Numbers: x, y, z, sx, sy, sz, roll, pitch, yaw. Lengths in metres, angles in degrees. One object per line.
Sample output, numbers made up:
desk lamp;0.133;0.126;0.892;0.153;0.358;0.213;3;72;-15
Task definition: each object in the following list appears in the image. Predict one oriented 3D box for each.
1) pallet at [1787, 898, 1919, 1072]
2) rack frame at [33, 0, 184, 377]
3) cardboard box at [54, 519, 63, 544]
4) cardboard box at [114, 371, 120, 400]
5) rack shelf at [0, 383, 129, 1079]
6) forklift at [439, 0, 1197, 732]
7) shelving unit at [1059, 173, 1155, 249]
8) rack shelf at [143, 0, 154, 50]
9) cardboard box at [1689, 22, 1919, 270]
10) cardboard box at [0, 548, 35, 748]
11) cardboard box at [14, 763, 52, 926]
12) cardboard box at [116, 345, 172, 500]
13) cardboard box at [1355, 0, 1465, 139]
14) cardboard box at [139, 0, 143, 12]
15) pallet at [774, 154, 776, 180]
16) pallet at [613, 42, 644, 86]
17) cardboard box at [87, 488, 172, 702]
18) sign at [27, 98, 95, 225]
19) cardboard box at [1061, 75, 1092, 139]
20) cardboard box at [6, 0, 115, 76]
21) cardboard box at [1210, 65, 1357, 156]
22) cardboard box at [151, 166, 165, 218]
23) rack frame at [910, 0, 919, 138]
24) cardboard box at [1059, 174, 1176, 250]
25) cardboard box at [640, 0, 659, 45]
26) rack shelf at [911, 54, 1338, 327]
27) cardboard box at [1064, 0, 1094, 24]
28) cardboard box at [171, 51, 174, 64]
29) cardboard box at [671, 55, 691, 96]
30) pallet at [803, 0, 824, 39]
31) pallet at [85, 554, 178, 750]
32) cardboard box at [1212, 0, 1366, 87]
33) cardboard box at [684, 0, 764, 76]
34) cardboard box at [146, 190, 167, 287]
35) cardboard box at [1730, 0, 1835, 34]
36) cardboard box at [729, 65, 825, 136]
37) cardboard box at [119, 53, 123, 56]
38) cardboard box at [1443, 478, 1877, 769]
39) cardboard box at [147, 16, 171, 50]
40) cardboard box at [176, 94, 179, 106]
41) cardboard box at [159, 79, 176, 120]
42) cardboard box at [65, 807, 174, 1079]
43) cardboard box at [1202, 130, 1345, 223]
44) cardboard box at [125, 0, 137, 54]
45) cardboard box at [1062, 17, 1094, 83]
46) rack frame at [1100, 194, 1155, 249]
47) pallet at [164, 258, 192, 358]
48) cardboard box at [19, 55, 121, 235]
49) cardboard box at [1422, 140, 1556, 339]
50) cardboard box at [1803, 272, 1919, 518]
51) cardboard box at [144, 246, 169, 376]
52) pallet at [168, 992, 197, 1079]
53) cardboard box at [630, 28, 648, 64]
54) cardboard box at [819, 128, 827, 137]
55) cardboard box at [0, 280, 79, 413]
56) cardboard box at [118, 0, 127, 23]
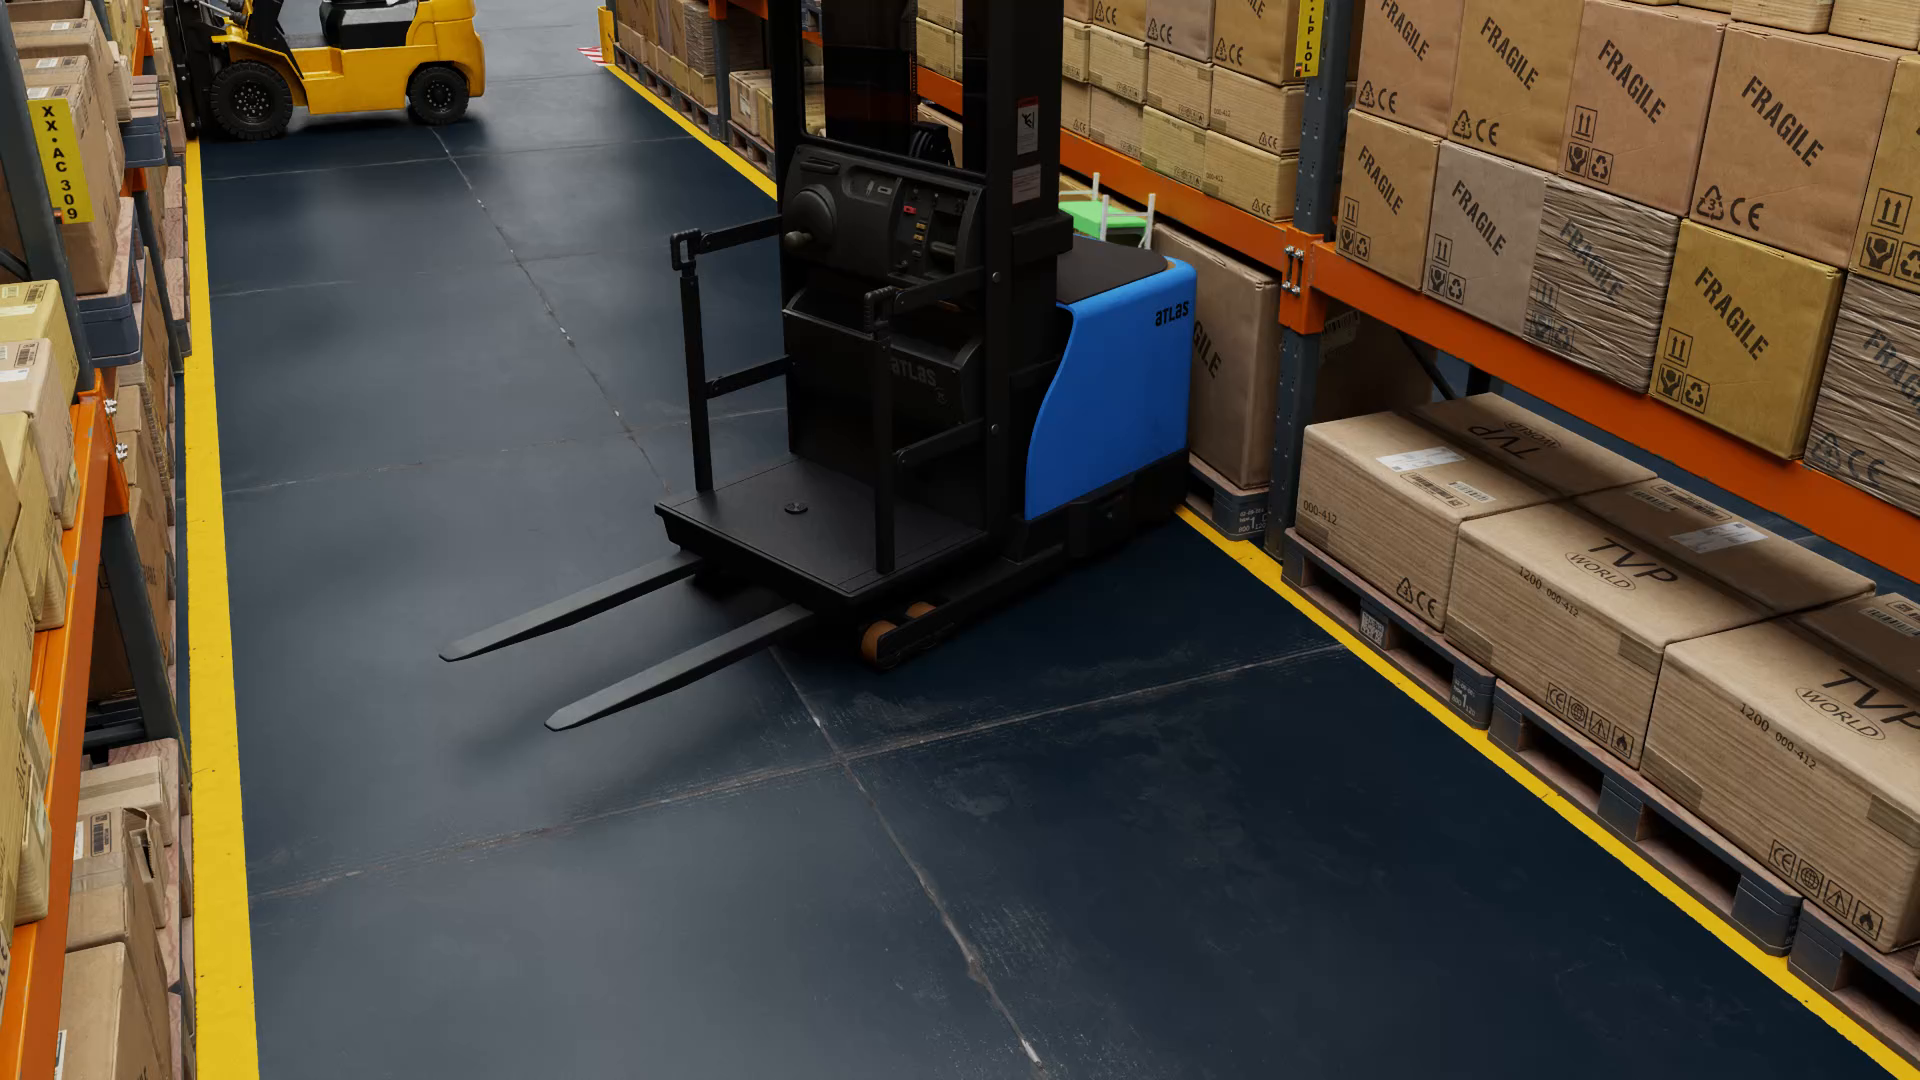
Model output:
pallet;2.878;1.193;4.066;1.003;0.211;1.213;-11;28;-21
rack frame;-4.435;-2.126;7.685;1.000;3.000;0.127;-11;28;-21
cardboard box;-2.188;0.000;3.618;0.380;0.149;0.250;-10;28;-19
cardboard box;-3.334;-0.575;6.139;0.380;0.149;0.250;-10;28;-19
rack shelf;-2.086;0.620;2.882;1.077;0.370;4.000;-11;28;-21
forklift;-0.431;-1.119;5.701;1.130;2.935;3.031;23;34;38
shelving unit;0.569;-0.964;7.313;0.258;1.200;0.503;-7;24;-23
rack shelf;-6.785;-4.225;12.804;1.077;0.370;4.000;-11;28;-21
cardboard box;2.238;-1.008;4.142;0.500;0.500;0.500;-11;28;-21
cardboard box;-1.851;0.198;2.758;0.500;0.250;0.500;-11;28;-22
cardboard box;-1.638;0.508;2.576;0.380;0.149;0.250;-11;28;-22
cardboard box;-3.458;-0.436;6.595;0.500;0.500;0.500;-12;28;-22
cardboard box;1.660;-1.626;5.407;0.500;0.500;0.500;-10;28;-20
cardboard box;-5.564;-3.515;10.701;0.500;0.250;0.500;-10;28;-19
pallet;-0.648;-2.535;11.701;1.003;0.211;1.213;-11;28;-21
pallet;-2.687;-4.592;15.914;1.003;0.211;1.213;-11;28;-21
cardboard box;-2.851;0.190;5.313;0.500;0.500;0.500;-9;28;-18
sign;-2.373;-0.996;4.385;0.100;0.325;0.005;-11;28;-21
cardboard box;0.704;-2.056;7.714;0.500;0.250;0.500;-11;28;-21
cardboard box;-3.626;-1.734;6.286;0.797;0.503;0.637;-11;28;-22
cardboard box;1.300;-1.659;6.330;0.500;0.250;0.500;-11;28;-21
cardboard box;-5.490;-2.339;10.349;0.875;0.625;0.625;-11;28;-21
rack frame;0.130;-2.980;9.435;1.000;3.000;0.127;-11;28;-21
cardboard box;1.019;-1.199;7.730;0.875;0.875;0.875;-10;28;-19
cardboard box;-2.534;-4.703;14.764;0.500;0.500;0.500;-10;28;-20
rack shelf;0.914;-1.849;7.939;1.077;0.370;4.000;-11;28;-21
cardboard box;0.684;-2.619;7.441;0.500;0.500;0.500;-10;28;-20
cardboard box;-6.490;-3.779;13.156;0.500;0.250;0.500;-11;28;-21
cardboard box;-2.133;-3.954;14.084;0.500;0.250;0.500;-11;28;-22
pallet;-0.247;-3.163;10.029;1.213;0.211;1.003;-11;28;-21
pallet;-3.222;0.420;5.649;1.003;0.211;1.213;-11;28;-21
cardboard box;1.291;-1.997;6.167;0.500;0.500;0.500;-10;28;-19
cardboard box;-1.915;-4.078;13.484;0.500;0.500;0.500;-11;28;-21
cardboard box;-4.667;-1.502;8.634;0.875;0.625;0.625;-10;28;-19
cardboard box;2.161;-1.361;4.126;0.380;0.149;0.250;-10;28;-20
cardboard box;-1.228;-3.391;12.794;0.950;0.372;0.625;-10;28;-20
cardboard box;-4.384;-2.279;8.171;0.500;0.250;0.500;-10;28;-20
cardboard box;2.195;0.231;5.301;0.875;0.438;0.875;-11;28;-22
cardboard box;-6.299;-3.799;12.628;0.500;0.250;0.500;-10;28;-19
cardboard box;-6.100;-3.148;12.434;0.500;0.250;0.500;-11;28;-22
cardboard box;-5.907;-3.167;11.902;0.500;0.250;0.500;-11;28;-21
cardboard box;-2.160;1.004;3.644;0.700;0.500;0.500;-12;28;-23
cardboard box;1.289;-1.436;6.443;0.500;0.250;0.500;-11;28;-22
cardboard box;-4.986;-2.900;9.441;0.500;0.250;0.500;-10;28;-19
cardboard box;0.673;-2.271;7.584;0.500;0.250;0.500;-10;28;-20
rack frame;0.668;-0.875;7.108;0.240;1.200;0.015;-7;24;-23
pallet;-4.722;-1.212;8.991;1.003;0.211;1.213;-11;28;-21
cardboard box;-3.055;-1.187;5.170;0.700;0.500;0.500;-10;28;-20
cardboard box;1.833;-0.972;5.208;0.500;0.500;0.500;-10;28;-20
cardboard box;2.438;-0.356;3.946;0.500;0.500;0.500;-10;28;-19
cardboard box;-4.072;-1.057;7.867;0.500;0.500;0.500;-10;28;-19
pallet;-2.119;1.513;3.411;1.003;0.211;1.213;-11;28;-21
cardboard box;-2.748;-4.582;15.372;0.500;0.250;0.500;-10;28;-19
cardboard box;-0.378;-2.514;10.997;0.950;0.372;0.625;-11;28;-22
cardboard box;-2.445;-0.414;4.010;0.500;0.250;0.500;-10;28;-19
cardboard box;-4.768;-2.921;8.915;0.500;0.250;0.500;-11;28;-22
